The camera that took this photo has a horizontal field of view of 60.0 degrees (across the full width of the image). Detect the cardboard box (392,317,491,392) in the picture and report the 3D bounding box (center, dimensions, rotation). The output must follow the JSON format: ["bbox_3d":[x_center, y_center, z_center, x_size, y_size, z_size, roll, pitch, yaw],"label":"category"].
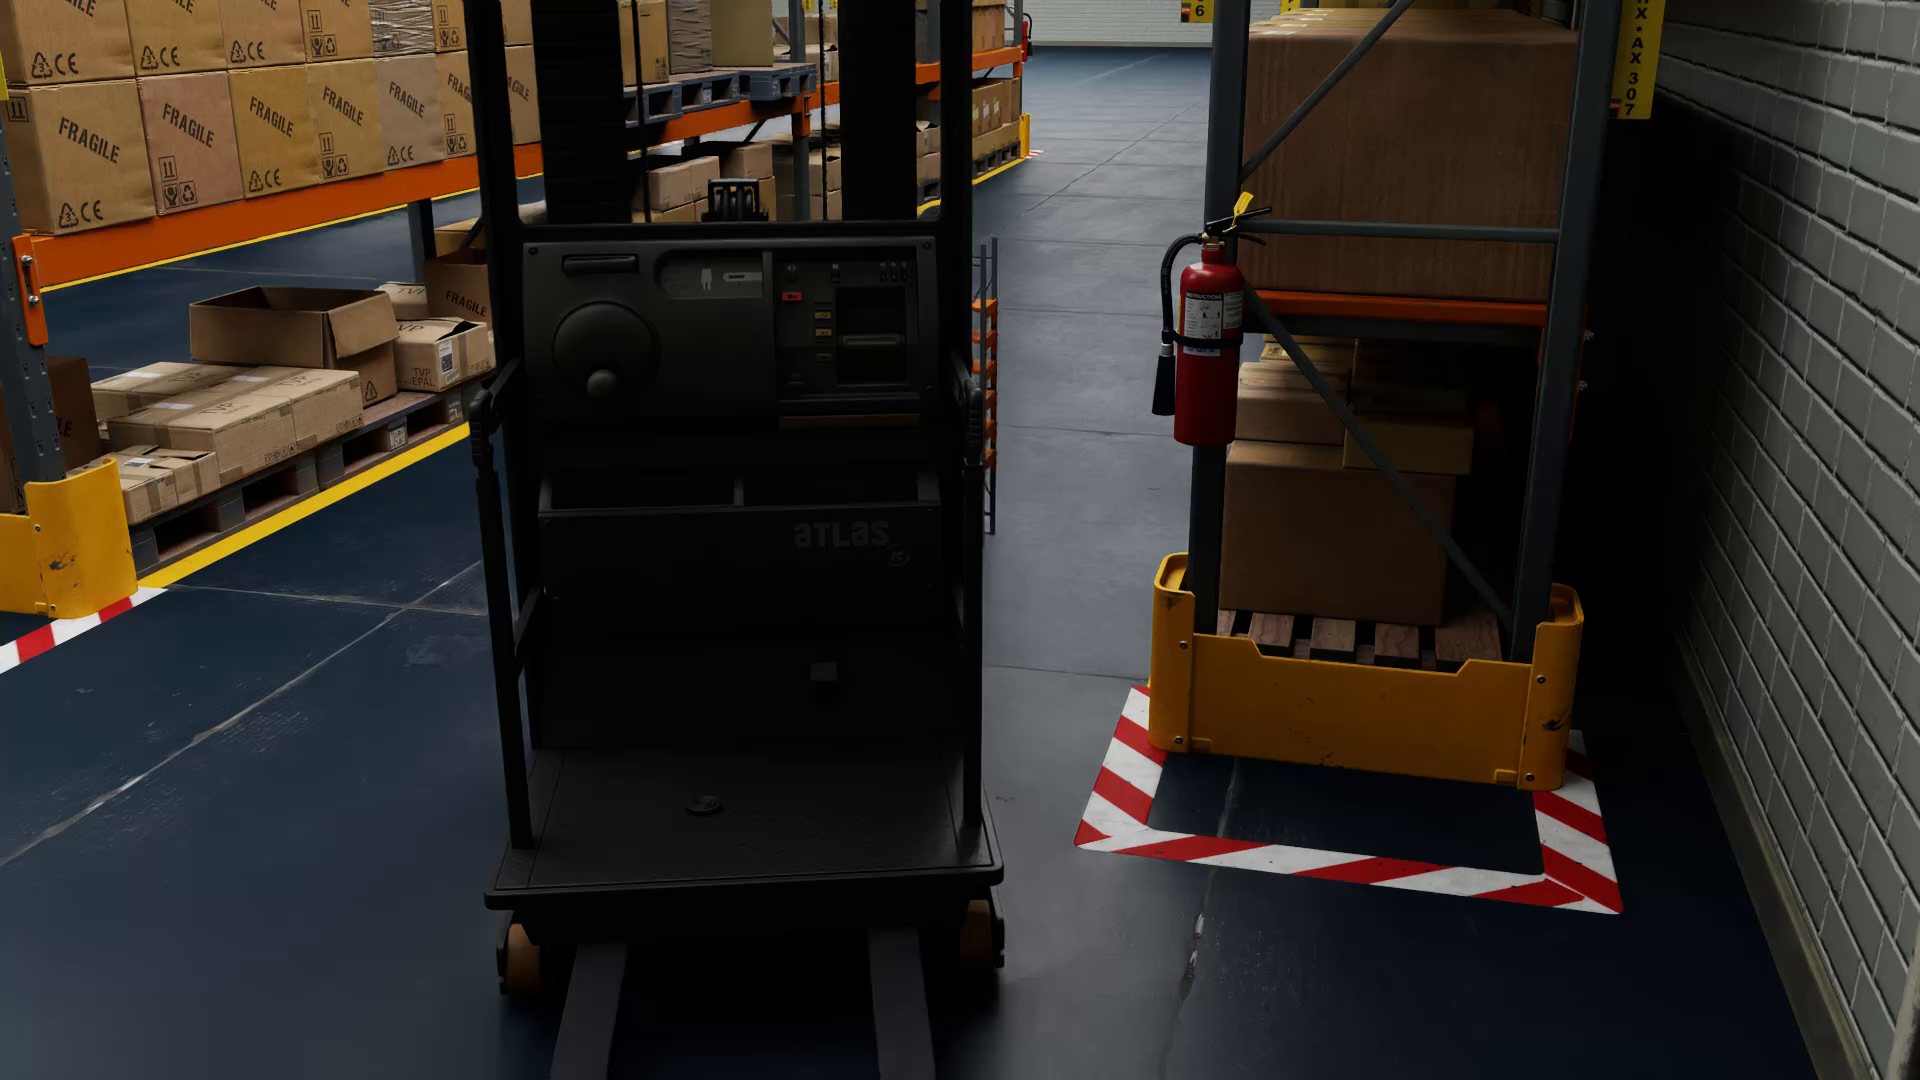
[{"bbox_3d":[-2.715,-0.964,8.348,0.500,0.311,0.500,5,19,13],"label":"cardboard box"}]

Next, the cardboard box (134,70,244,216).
[{"bbox_3d":[-3.160,-1.538,6.396,0.500,0.500,0.500,4,19,13],"label":"cardboard box"}]

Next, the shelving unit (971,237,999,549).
[{"bbox_3d":[0.004,-0.572,6.507,0.258,1.200,0.189,5,19,13],"label":"shelving unit"}]

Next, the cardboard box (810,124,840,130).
[{"bbox_3d":[-1.183,-3.868,16.109,0.500,0.311,0.500,4,19,13],"label":"cardboard box"}]

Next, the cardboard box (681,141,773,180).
[{"bbox_3d":[-1.701,-2.768,12.179,0.500,0.250,0.500,5,20,15],"label":"cardboard box"}]

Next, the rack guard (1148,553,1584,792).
[{"bbox_3d":[1.153,0.370,4.831,1.175,0.500,0.348,5,19,13],"label":"rack guard"}]

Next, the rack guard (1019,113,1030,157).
[{"bbox_3d":[0.270,-5.050,20.699,1.175,0.500,0.348,5,19,13],"label":"rack guard"}]

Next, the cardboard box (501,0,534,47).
[{"bbox_3d":[-2.541,-2.806,8.560,0.500,0.500,0.500,5,19,14],"label":"cardboard box"}]

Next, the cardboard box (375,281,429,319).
[{"bbox_3d":[-2.980,-1.286,9.290,0.500,0.311,0.500,5,19,13],"label":"cardboard box"}]

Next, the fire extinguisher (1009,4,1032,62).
[{"bbox_3d":[0.743,-6.189,20.287,0.296,0.674,0.183,5,19,13],"label":"fire extinguisher"}]

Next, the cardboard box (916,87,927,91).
[{"bbox_3d":[-0.560,-4.700,18.250,0.500,0.500,0.500,5,19,13],"label":"cardboard box"}]

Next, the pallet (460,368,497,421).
[{"bbox_3d":[-2.837,-0.929,9.082,1.003,0.211,1.213,5,19,13],"label":"pallet"}]

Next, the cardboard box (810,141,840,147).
[{"bbox_3d":[-1.031,-3.347,14.582,0.500,0.311,0.500,4,19,12],"label":"cardboard box"}]

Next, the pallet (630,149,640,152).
[{"bbox_3d":[-4.715,-5.016,21.048,1.003,0.211,1.213,5,19,13],"label":"pallet"}]

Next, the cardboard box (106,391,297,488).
[{"bbox_3d":[-3.115,-0.422,6.856,0.500,0.250,0.500,5,19,13],"label":"cardboard box"}]

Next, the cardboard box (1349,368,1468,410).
[{"bbox_3d":[1.520,-0.474,5.650,0.380,0.149,0.250,5,19,14],"label":"cardboard box"}]

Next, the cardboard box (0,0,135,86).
[{"bbox_3d":[-3.281,-1.849,5.759,0.500,0.500,0.500,5,20,15],"label":"cardboard box"}]

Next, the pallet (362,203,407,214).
[{"bbox_3d":[-5.966,-3.412,16.349,1.003,0.211,1.213,5,19,13],"label":"pallet"}]

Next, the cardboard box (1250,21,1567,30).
[{"bbox_3d":[1.441,-1.352,5.541,0.980,0.700,0.700,5,19,13],"label":"cardboard box"}]

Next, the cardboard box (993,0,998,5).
[{"bbox_3d":[0.230,-6.283,19.282,0.380,0.149,0.250,4,19,13],"label":"cardboard box"}]

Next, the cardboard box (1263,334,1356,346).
[{"bbox_3d":[1.466,-0.914,6.937,0.380,0.149,0.250,4,19,12],"label":"cardboard box"}]

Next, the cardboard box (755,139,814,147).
[{"bbox_3d":[-1.555,-3.386,14.696,0.500,0.311,0.500,5,19,13],"label":"cardboard box"}]

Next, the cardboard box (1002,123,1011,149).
[{"bbox_3d":[0.309,-4.774,19.628,0.500,0.250,0.500,5,19,13],"label":"cardboard box"}]

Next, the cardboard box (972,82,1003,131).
[{"bbox_3d":[0.191,-4.972,19.047,0.500,0.500,0.500,5,19,13],"label":"cardboard box"}]

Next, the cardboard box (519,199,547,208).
[{"bbox_3d":[-2.574,-1.978,11.025,0.500,0.500,0.500,5,19,14],"label":"cardboard box"}]

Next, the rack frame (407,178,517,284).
[{"bbox_3d":[-2.668,-2.464,9.261,1.000,3.000,0.127,5,19,13],"label":"rack frame"}]

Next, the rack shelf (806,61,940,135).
[{"bbox_3d":[-1.202,-4.004,14.884,1.077,0.370,4.000,5,19,13],"label":"rack shelf"}]

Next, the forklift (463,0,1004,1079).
[{"bbox_3d":[-0.492,-0.484,3.571,1.130,2.935,3.031,-2,19,-5],"label":"forklift"}]

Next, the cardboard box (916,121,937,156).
[{"bbox_3d":[-0.534,-3.985,16.451,0.500,0.311,0.500,5,19,13],"label":"cardboard box"}]

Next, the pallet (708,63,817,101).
[{"bbox_3d":[-1.788,-3.409,12.325,1.213,0.211,1.003,5,19,13],"label":"pallet"}]

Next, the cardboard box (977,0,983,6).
[{"bbox_3d":[0.040,-6.039,18.569,0.380,0.149,0.250,5,20,15],"label":"cardboard box"}]

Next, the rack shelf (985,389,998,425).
[{"bbox_3d":[0.004,-0.530,6.521,0.258,0.103,0.180,5,19,13],"label":"rack shelf"}]

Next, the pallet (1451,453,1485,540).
[{"bbox_3d":[1.579,-0.139,6.768,1.003,0.211,1.213,5,19,13],"label":"pallet"}]

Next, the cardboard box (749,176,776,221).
[{"bbox_3d":[-1.692,-2.432,12.352,0.500,0.500,0.500,5,20,16],"label":"cardboard box"}]

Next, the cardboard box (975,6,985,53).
[{"bbox_3d":[-0.113,-5.807,18.894,0.700,0.500,0.500,5,19,14],"label":"cardboard box"}]

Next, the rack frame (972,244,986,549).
[{"bbox_3d":[-0.019,-0.544,6.423,0.240,1.200,0.006,5,19,13],"label":"rack frame"}]

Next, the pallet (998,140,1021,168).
[{"bbox_3d":[0.118,-4.663,20.012,1.003,0.211,1.213,5,19,13],"label":"pallet"}]

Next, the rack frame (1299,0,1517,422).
[{"bbox_3d":[2.136,-2.074,8.120,1.000,3.000,0.127,5,19,13],"label":"rack frame"}]

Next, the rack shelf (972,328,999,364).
[{"bbox_3d":[0.004,-0.757,6.444,0.258,0.103,0.180,5,19,13],"label":"rack shelf"}]

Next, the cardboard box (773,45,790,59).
[{"bbox_3d":[-1.560,-3.786,13.270,0.500,0.311,0.500,6,20,17],"label":"cardboard box"}]

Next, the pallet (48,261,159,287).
[{"bbox_3d":[-6.945,-2.159,12.682,1.003,0.211,1.213,5,19,13],"label":"pallet"}]

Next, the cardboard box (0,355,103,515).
[{"bbox_3d":[-3.751,-0.426,6.480,0.500,0.500,0.500,5,19,13],"label":"cardboard box"}]

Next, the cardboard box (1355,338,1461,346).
[{"bbox_3d":[1.705,-0.713,6.349,0.380,0.149,0.250,5,19,14],"label":"cardboard box"}]

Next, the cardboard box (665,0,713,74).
[{"bbox_3d":[-2.144,-3.486,11.449,0.700,0.500,0.500,9,21,24],"label":"cardboard box"}]

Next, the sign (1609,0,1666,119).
[{"bbox_3d":[1.696,-1.222,4.162,0.100,0.325,0.005,5,19,13],"label":"sign"}]

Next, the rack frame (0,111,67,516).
[{"bbox_3d":[-3.645,-1.210,5.591,1.000,3.000,0.127,5,19,13],"label":"rack frame"}]

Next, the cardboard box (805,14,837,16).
[{"bbox_3d":[-1.168,-4.457,14.942,0.500,0.500,0.500,5,19,13],"label":"cardboard box"}]

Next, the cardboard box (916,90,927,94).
[{"bbox_3d":[-0.182,-4.502,17.672,0.500,0.500,0.500,5,19,13],"label":"cardboard box"}]

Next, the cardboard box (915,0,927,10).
[{"bbox_3d":[-0.460,-5.395,16.683,0.380,0.149,0.250,5,19,13],"label":"cardboard box"}]

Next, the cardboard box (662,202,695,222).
[{"bbox_3d":[-2.065,-1.946,10.931,0.500,0.500,0.500,5,19,14],"label":"cardboard box"}]

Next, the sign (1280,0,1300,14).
[{"bbox_3d":[1.608,-2.624,8.062,0.100,0.325,0.005,5,19,13],"label":"sign"}]

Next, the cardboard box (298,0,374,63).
[{"bbox_3d":[-2.911,-2.329,7.165,0.500,0.500,0.500,4,19,13],"label":"cardboard box"}]

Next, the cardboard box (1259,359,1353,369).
[{"bbox_3d":[1.478,-0.378,6.371,0.700,0.500,0.500,4,19,12],"label":"cardboard box"}]

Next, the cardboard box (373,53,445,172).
[{"bbox_3d":[-2.789,-2.012,7.782,0.500,0.500,0.500,5,20,15],"label":"cardboard box"}]

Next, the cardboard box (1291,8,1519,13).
[{"bbox_3d":[1.988,-2.047,7.577,0.980,0.700,0.700,5,19,14],"label":"cardboard box"}]

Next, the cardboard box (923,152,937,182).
[{"bbox_3d":[-0.534,-3.716,16.532,0.500,0.250,0.500,4,19,13],"label":"cardboard box"}]

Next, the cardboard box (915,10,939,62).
[{"bbox_3d":[-0.611,-5.159,16.995,0.700,0.500,0.500,4,19,12],"label":"cardboard box"}]

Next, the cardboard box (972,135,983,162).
[{"bbox_3d":[-0.052,-4.303,18.250,0.500,0.250,0.500,5,19,13],"label":"cardboard box"}]
